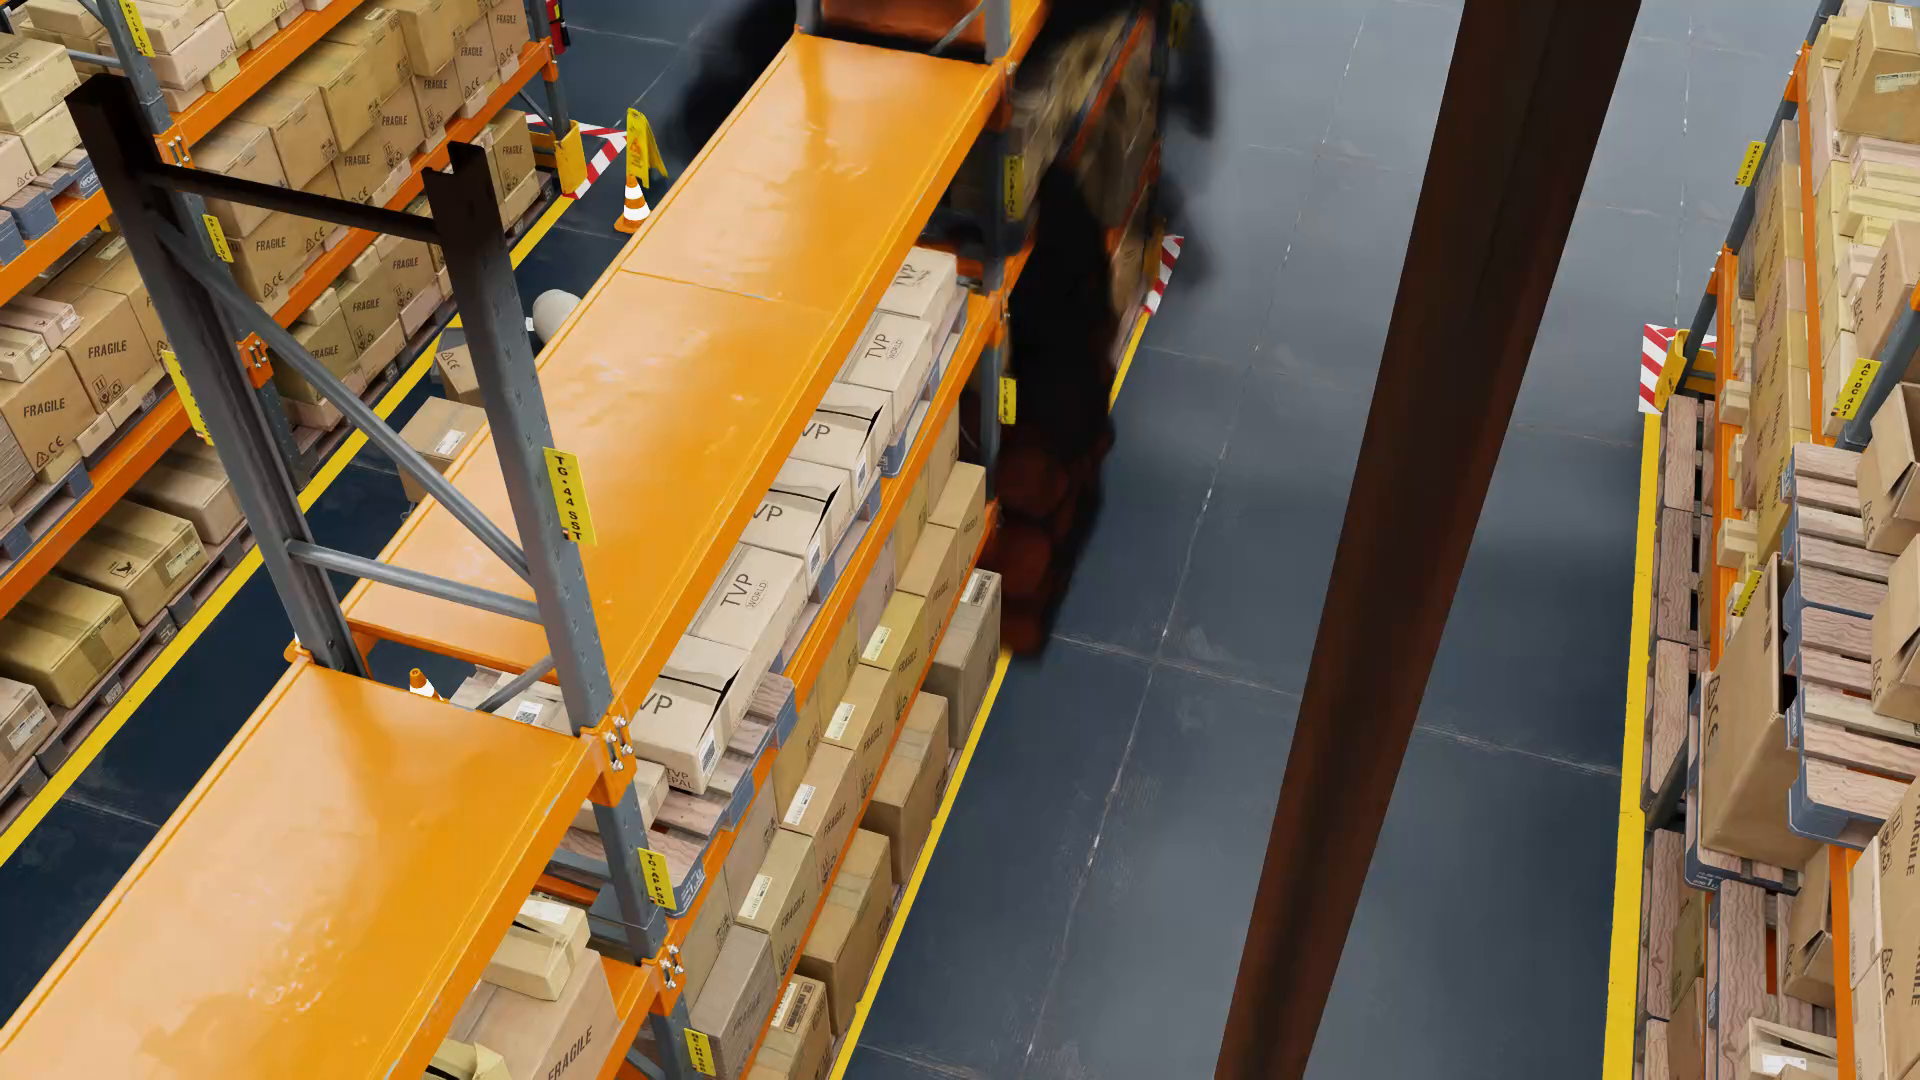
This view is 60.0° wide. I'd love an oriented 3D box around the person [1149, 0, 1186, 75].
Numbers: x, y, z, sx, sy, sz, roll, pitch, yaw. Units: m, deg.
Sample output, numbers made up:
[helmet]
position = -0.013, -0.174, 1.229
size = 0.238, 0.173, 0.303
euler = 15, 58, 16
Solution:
[person]
position = 1.555, -4.232, 14.151
size = 0.515, 1.579, 0.634
euler = -16, 48, -15
